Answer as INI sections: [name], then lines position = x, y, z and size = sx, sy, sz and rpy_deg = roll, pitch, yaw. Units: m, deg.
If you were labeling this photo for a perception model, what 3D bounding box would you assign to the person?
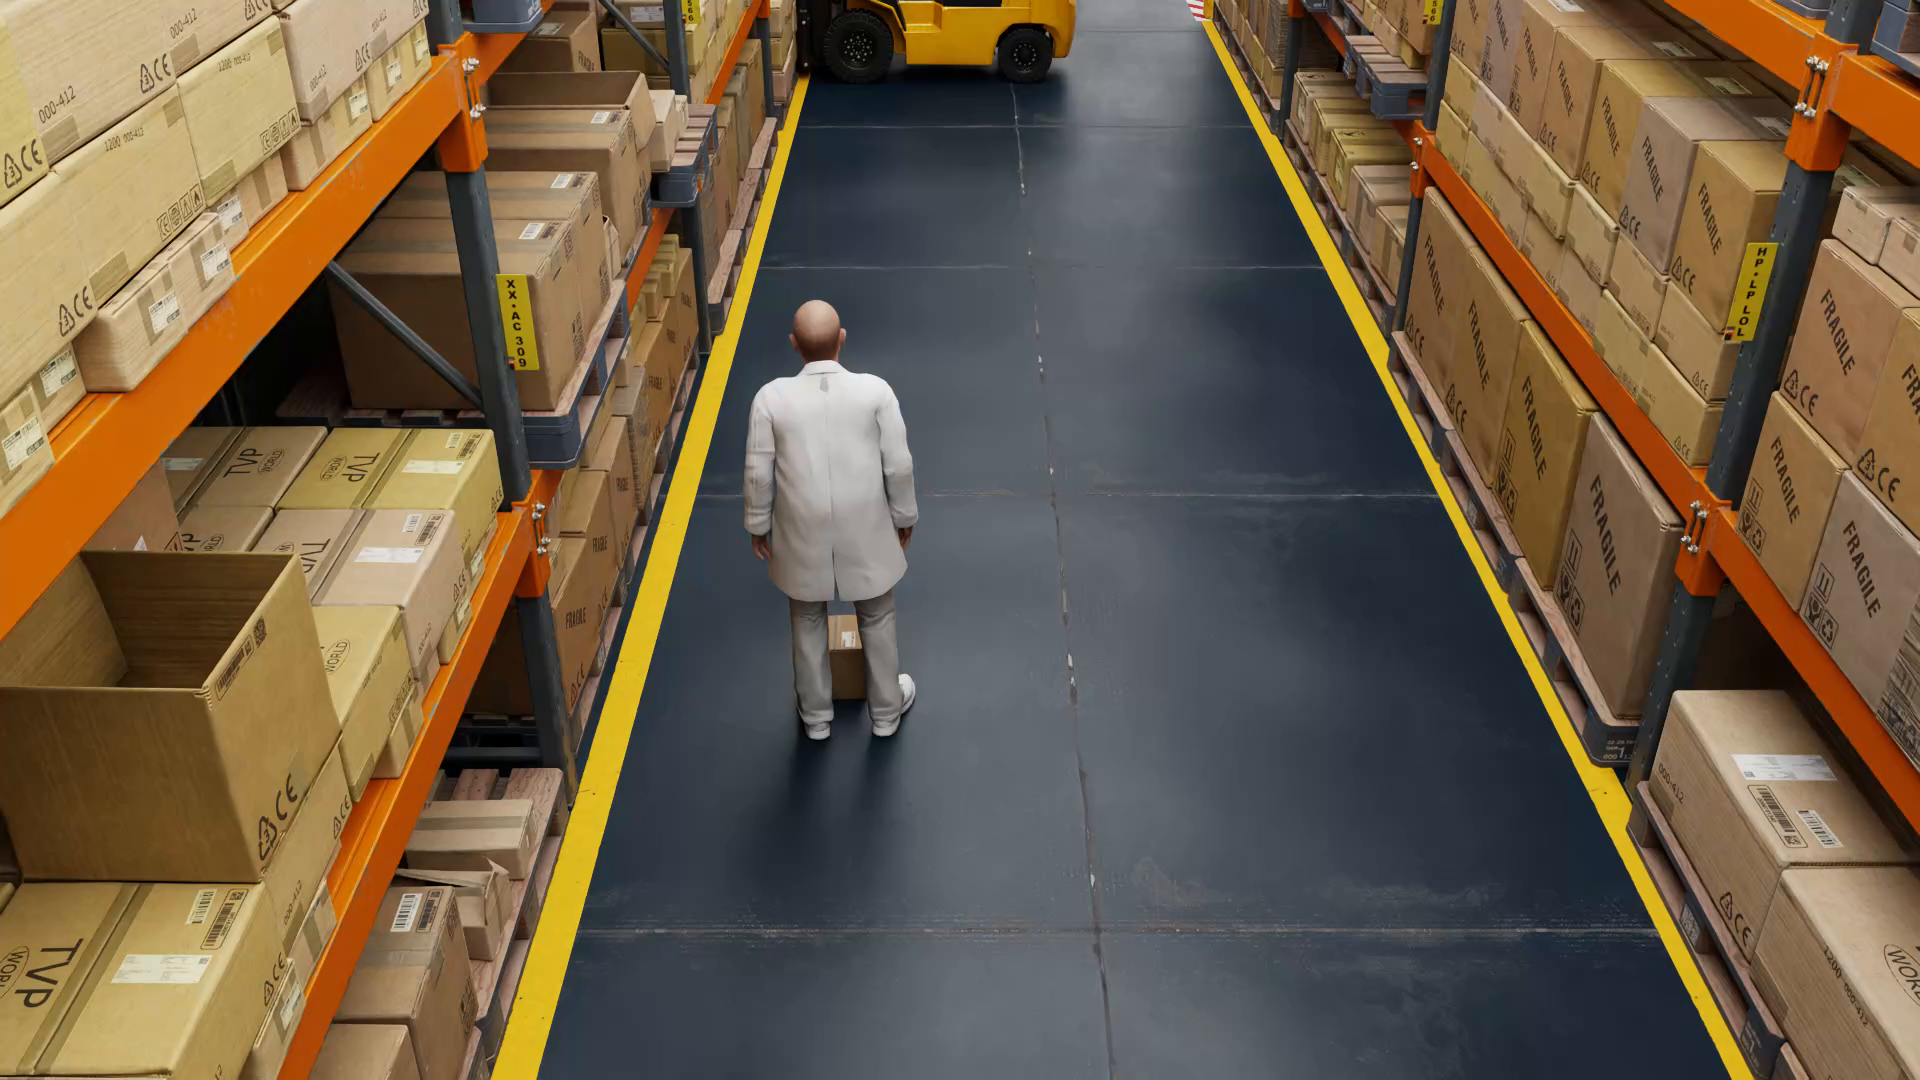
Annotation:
[person]
position = -0.481, -0.048, 6.228
size = 0.655, 1.775, 0.423
rpy_deg = -2, 31, -4
